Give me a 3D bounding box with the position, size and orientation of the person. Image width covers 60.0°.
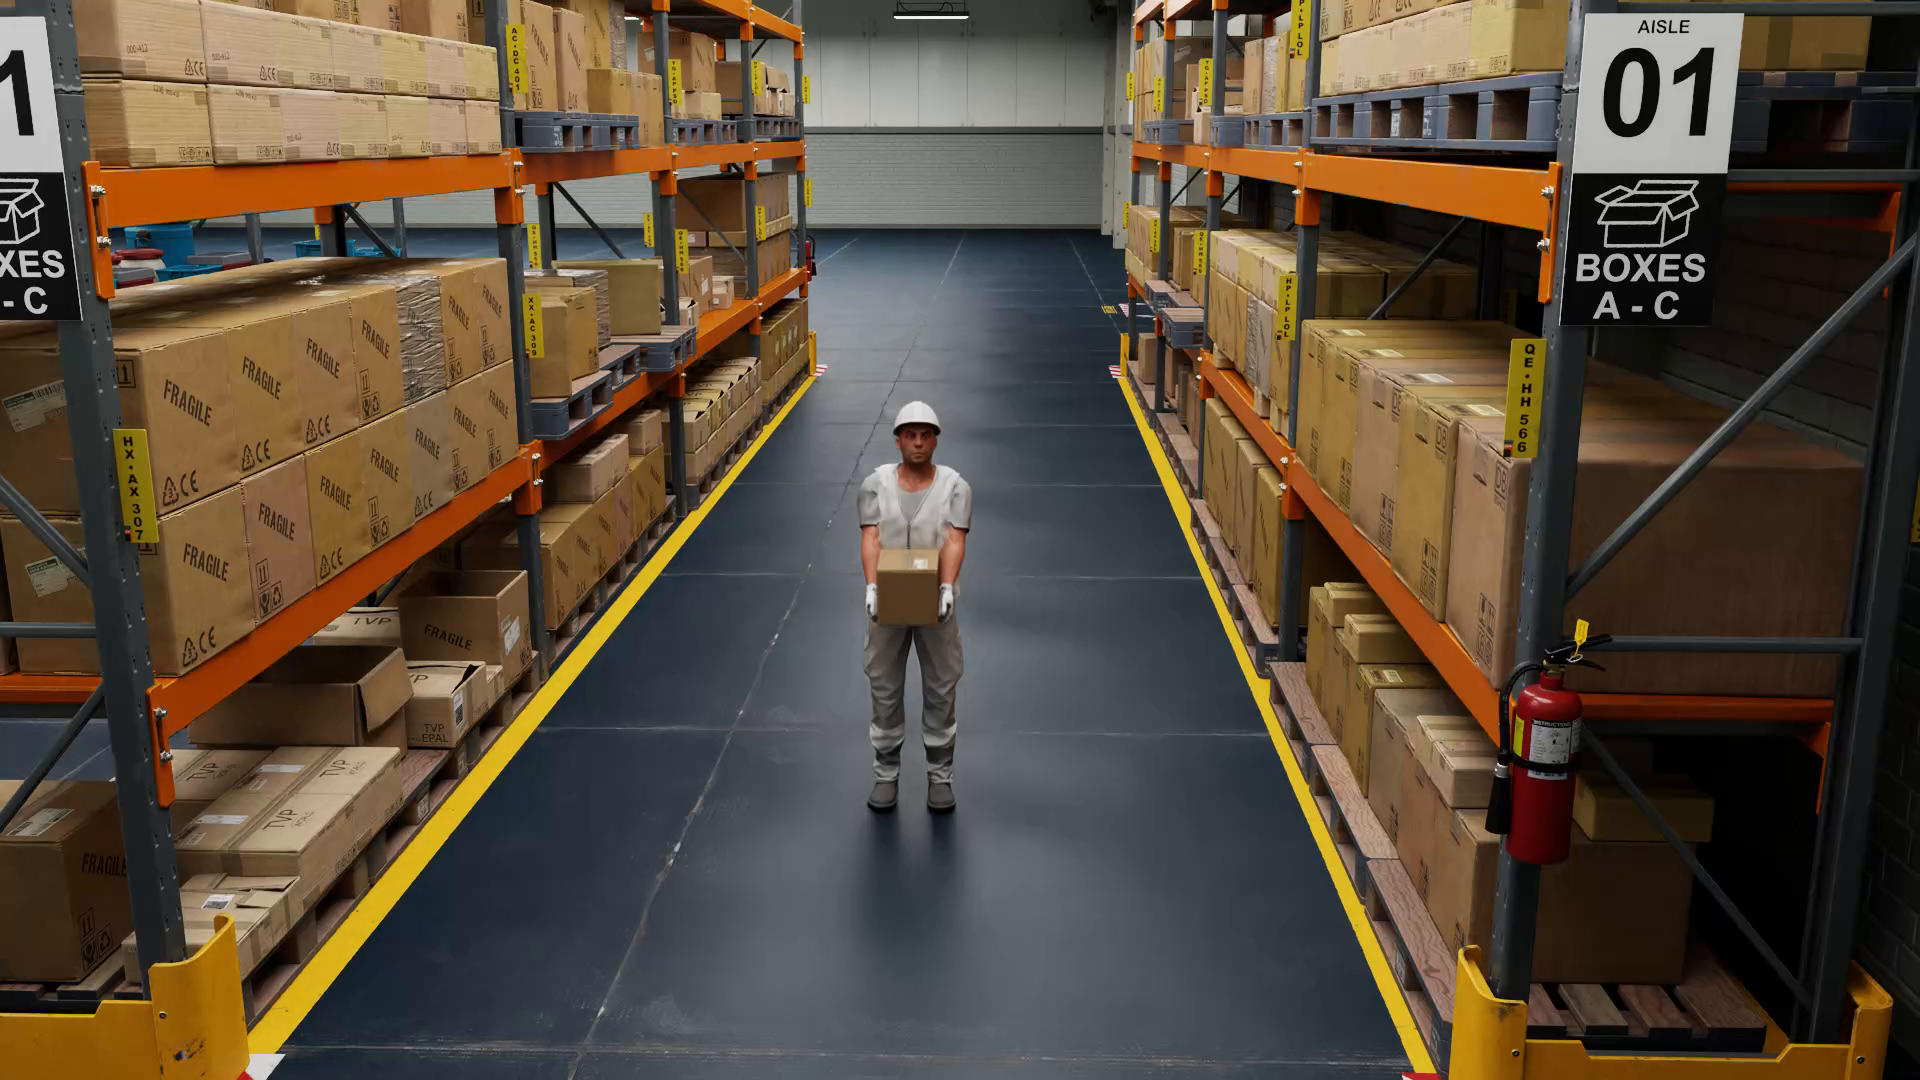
[{"bbox_3d":[-0.197,0.313,7.174,0.500,1.786,0.560,0,14,1],"label":"person"}]
